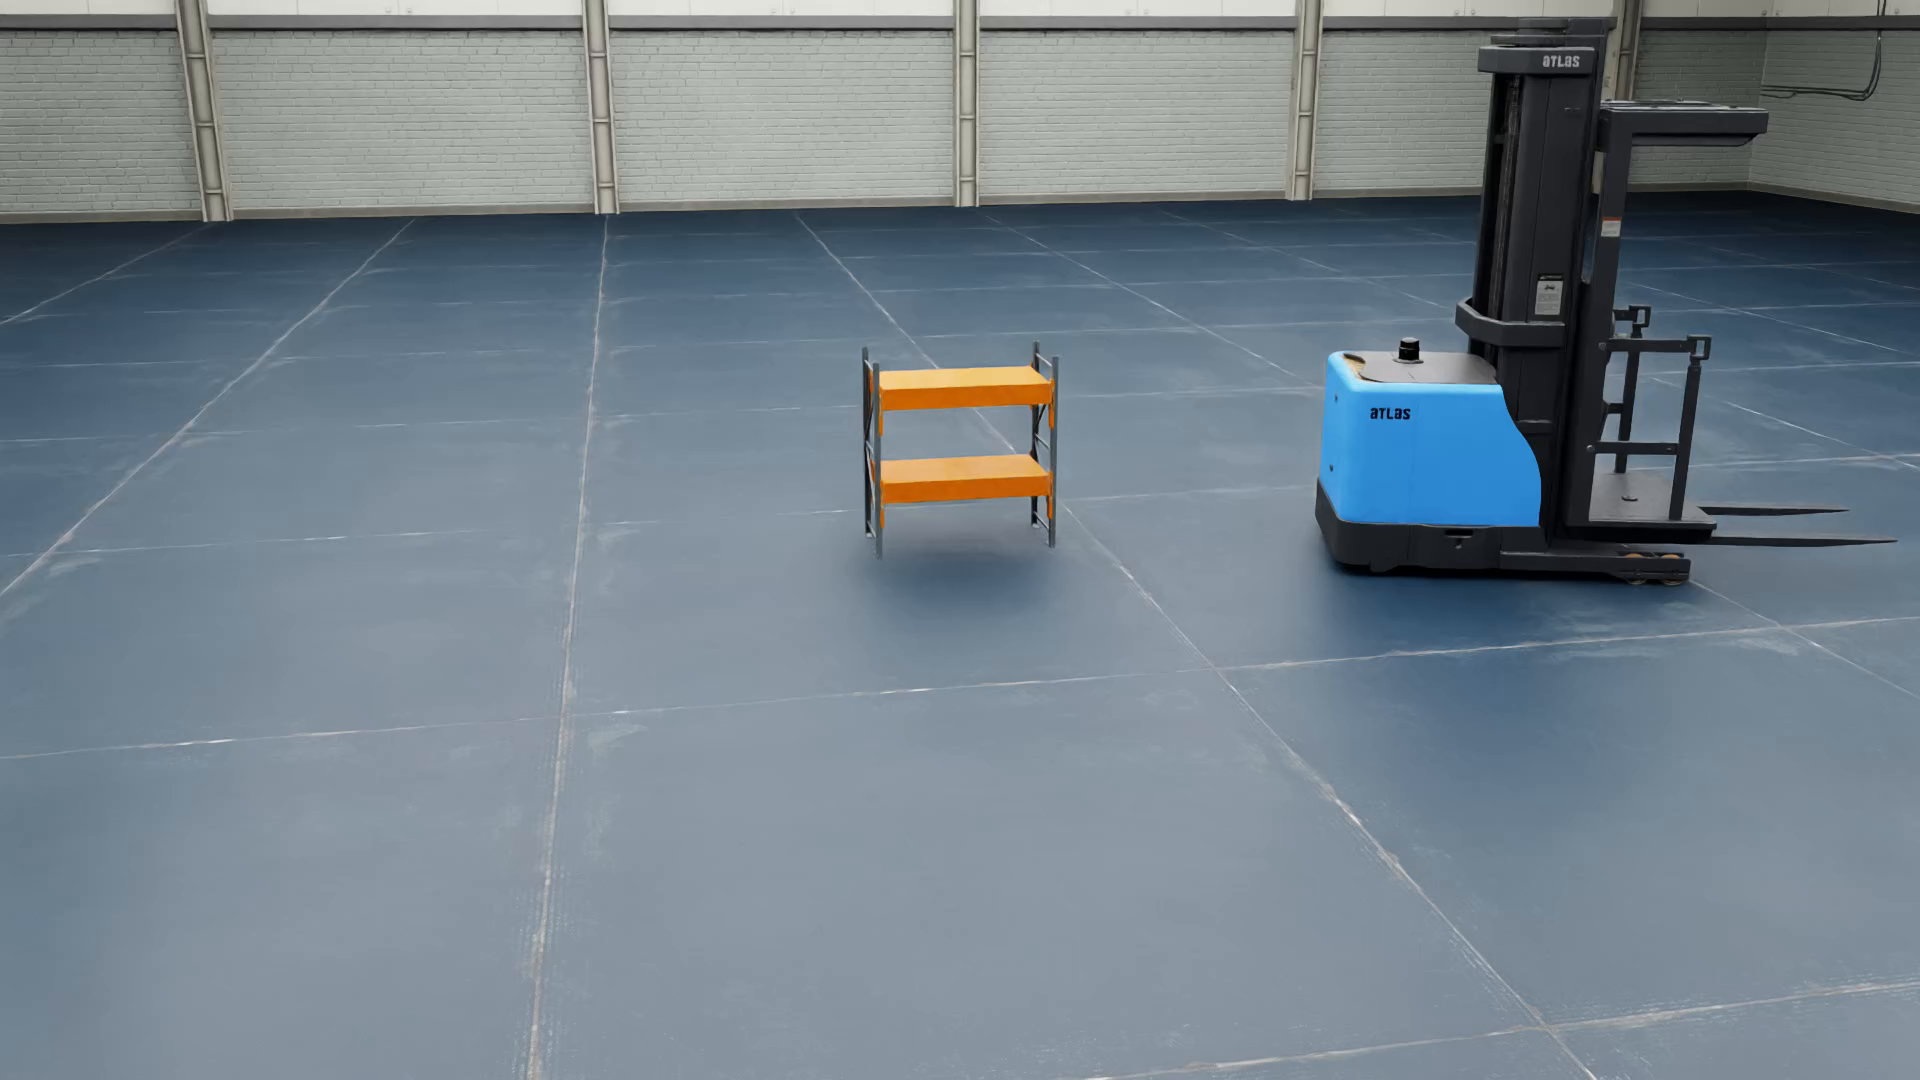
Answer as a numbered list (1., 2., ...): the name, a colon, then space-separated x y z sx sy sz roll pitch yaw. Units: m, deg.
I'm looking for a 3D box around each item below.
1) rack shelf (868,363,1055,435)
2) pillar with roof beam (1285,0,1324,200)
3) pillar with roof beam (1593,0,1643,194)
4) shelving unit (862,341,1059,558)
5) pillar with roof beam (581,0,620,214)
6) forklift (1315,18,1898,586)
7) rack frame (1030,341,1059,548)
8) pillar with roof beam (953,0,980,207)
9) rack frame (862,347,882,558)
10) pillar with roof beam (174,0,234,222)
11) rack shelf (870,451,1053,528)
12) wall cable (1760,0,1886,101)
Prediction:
1. rack shelf: -0.007 -0.817 9.559 1.000 0.278 0.538 -3 17 -10
2. pillar with roof beam: 6.811 -9.100 24.114 0.400 9.000 9.100 -3 17 -10
3. pillar with roof beam: 12.702 -9.435 25.202 0.400 9.000 9.100 -3 17 -10
4. shelving unit: -0.007 -0.537 9.645 1.048 1.125 0.538 -3 17 -10
5. pillar with roof beam: -4.972 -8.432 21.938 0.400 9.000 9.100 -3 17 -10
6. forklift: 3.619 -1.318 9.109 3.031 2.935 1.130 1 17 4
7. rack frame: 0.492 -0.566 9.738 0.032 1.125 0.500 -3 17 -10
8. pillar with roof beam: 0.919 -8.766 23.026 0.400 9.000 9.100 -3 17 -10
9. rack frame: -0.506 -0.509 9.553 0.032 1.125 0.500 -3 17 -10
10. pillar with roof beam: -10.863 -8.098 20.850 0.400 9.000 9.100 -3 17 -10
11. rack shelf: -0.007 -0.304 9.717 1.000 0.278 0.538 -3 17 -10
12. wall cable: 15.028 -8.974 28.992 0.112 2.526 3.097 -3 17 -10
